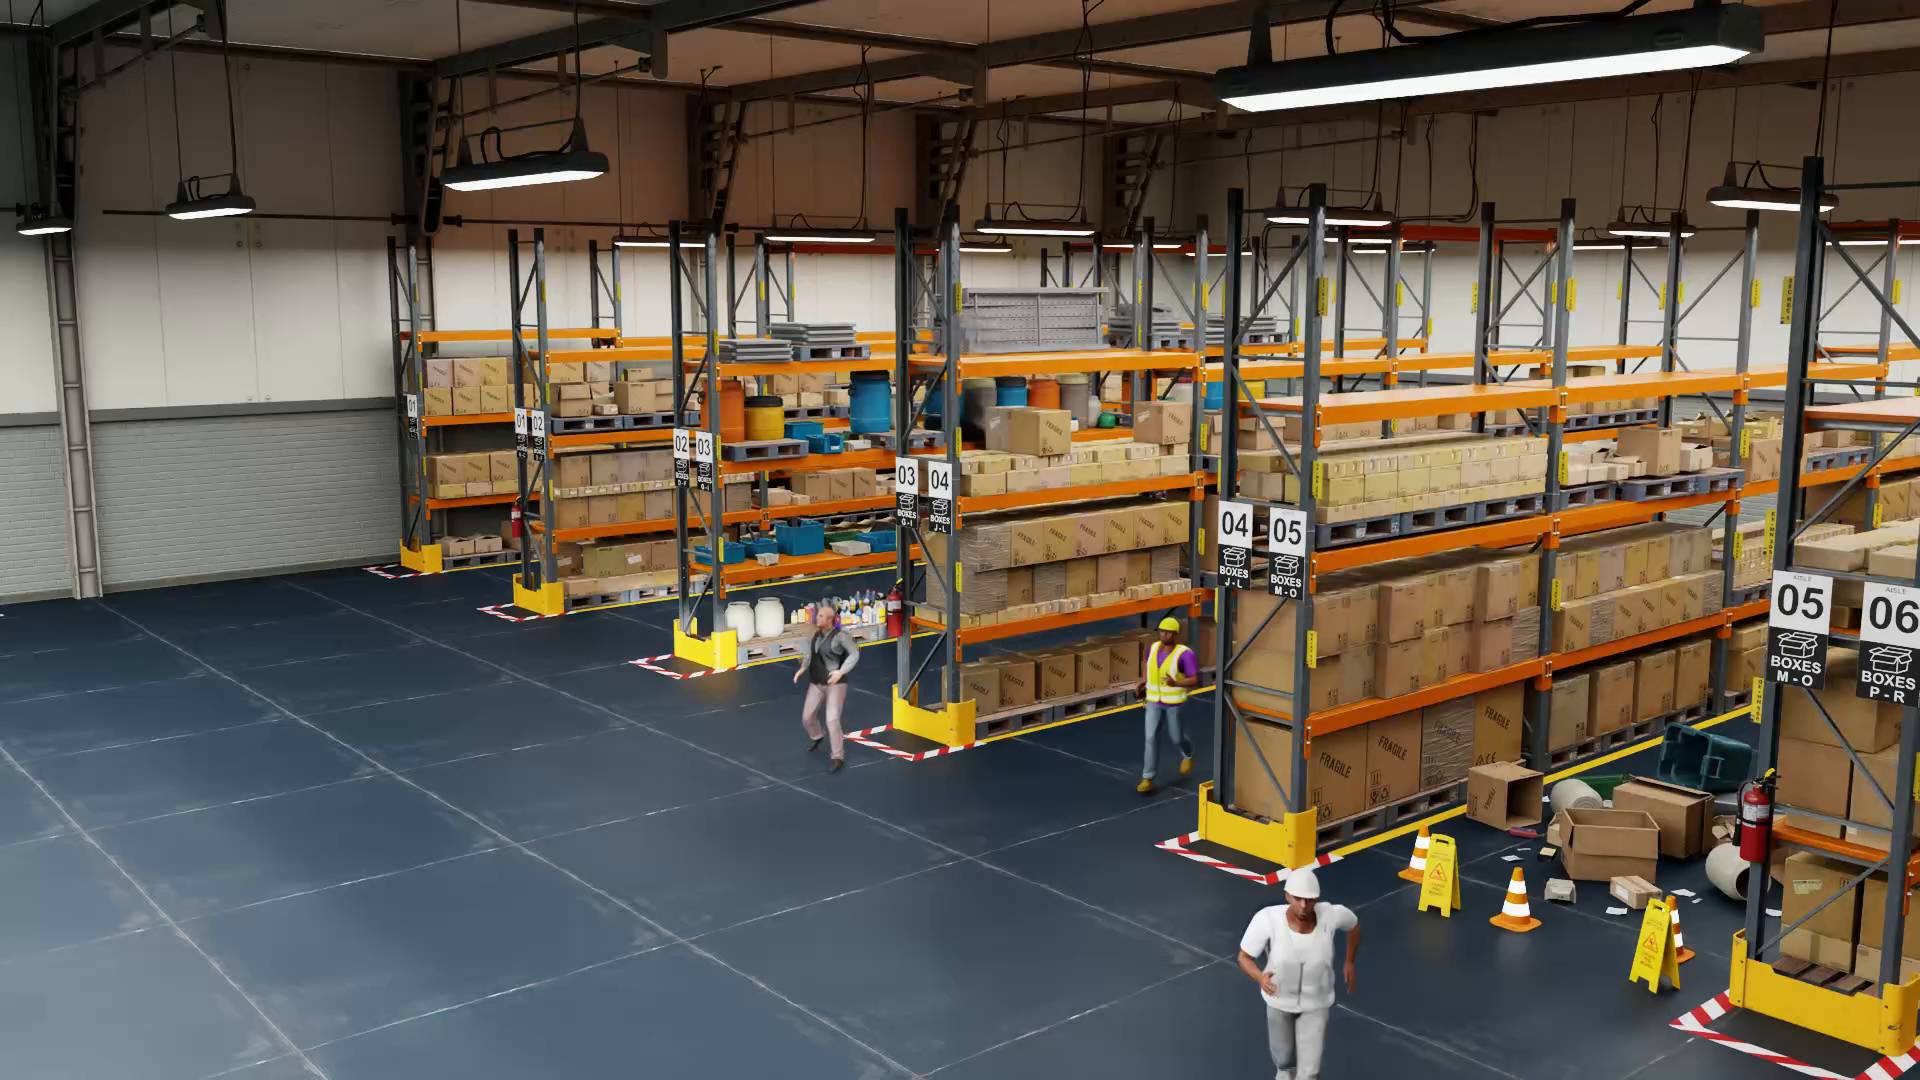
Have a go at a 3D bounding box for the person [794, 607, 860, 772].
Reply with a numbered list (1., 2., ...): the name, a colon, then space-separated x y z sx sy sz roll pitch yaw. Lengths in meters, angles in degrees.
1. person: -1.500 1.576 17.967 0.815 1.680 0.717 5 10 31

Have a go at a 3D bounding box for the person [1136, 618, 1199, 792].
1. person: 2.124 1.656 17.111 0.710 1.746 0.989 5 10 31

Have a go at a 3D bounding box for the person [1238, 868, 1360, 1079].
1. person: 2.045 2.791 10.061 0.734 1.774 0.998 1 9 8
